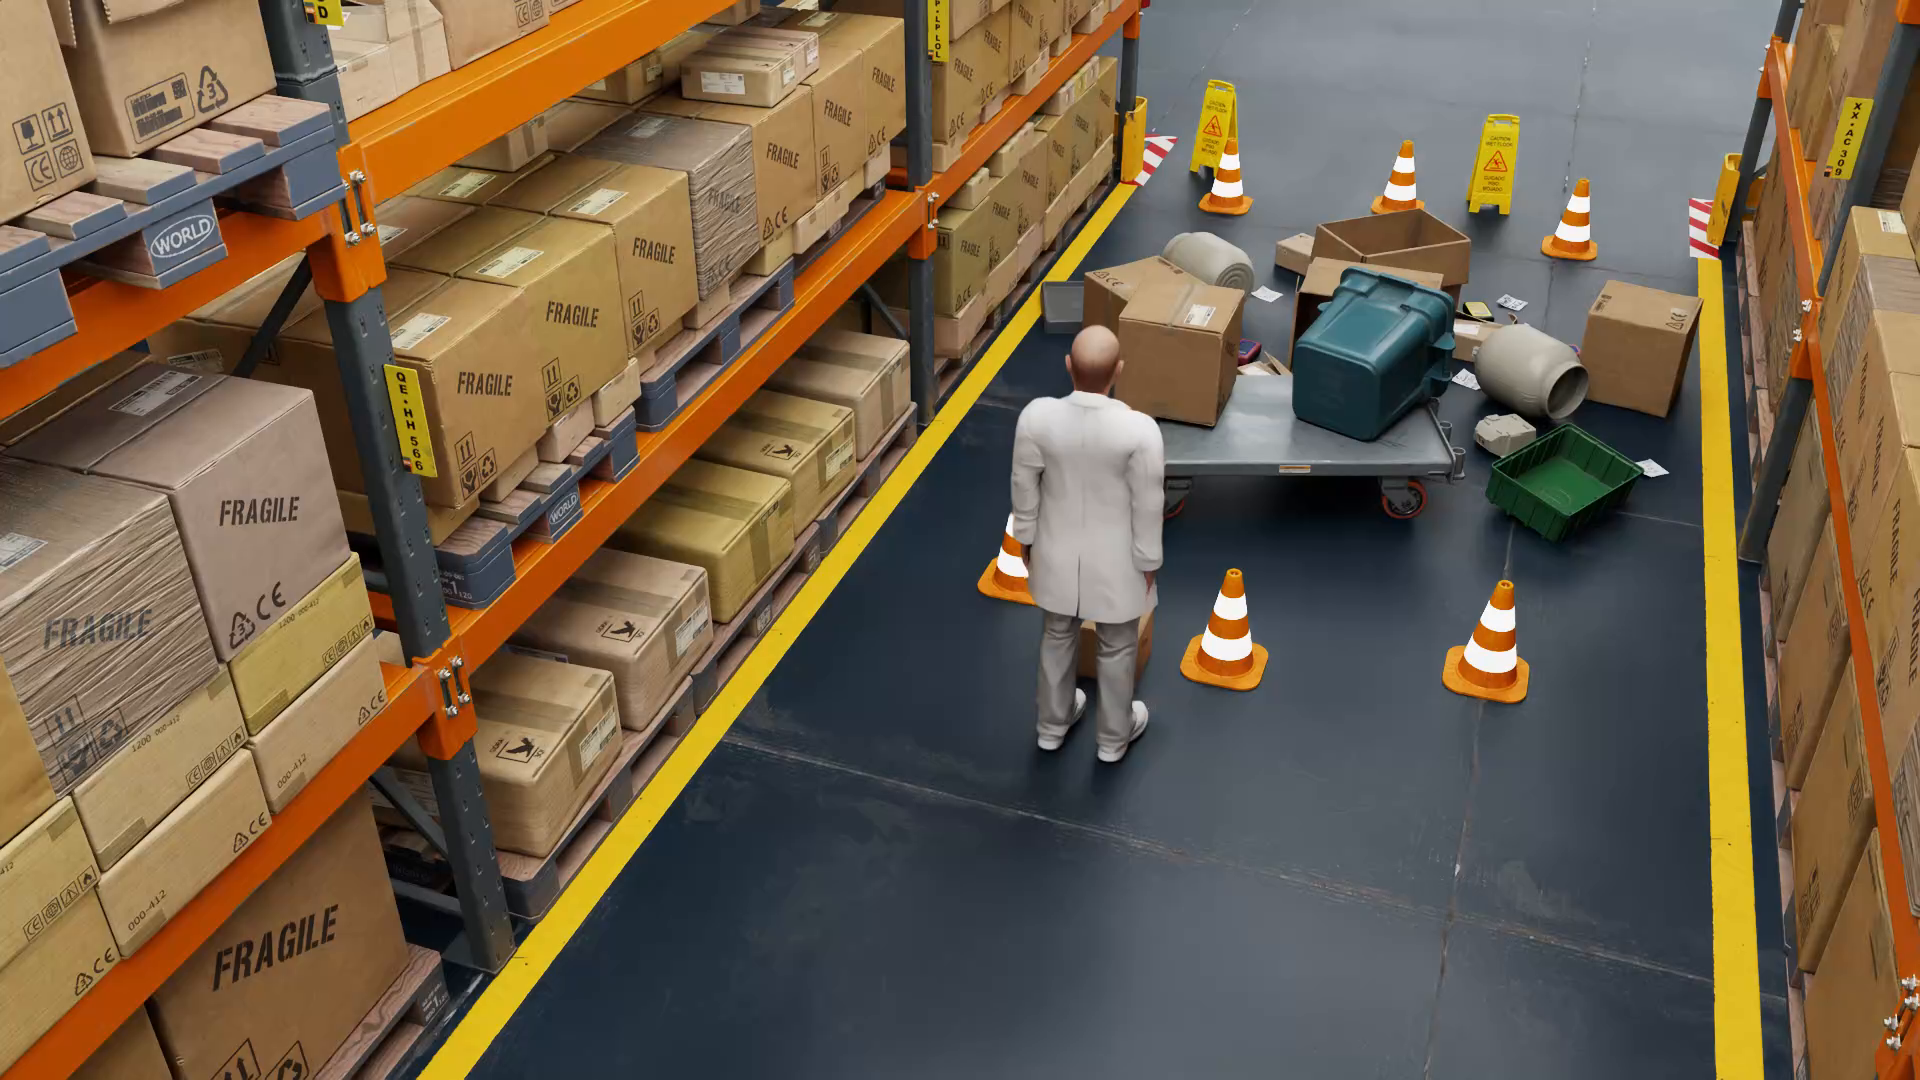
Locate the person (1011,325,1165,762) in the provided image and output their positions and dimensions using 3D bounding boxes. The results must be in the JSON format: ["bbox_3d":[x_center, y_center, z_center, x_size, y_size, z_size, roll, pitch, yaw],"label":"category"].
[{"bbox_3d":[0.482,0.010,6.115,0.574,1.784,0.416,11,35,17],"label":"person"}]
